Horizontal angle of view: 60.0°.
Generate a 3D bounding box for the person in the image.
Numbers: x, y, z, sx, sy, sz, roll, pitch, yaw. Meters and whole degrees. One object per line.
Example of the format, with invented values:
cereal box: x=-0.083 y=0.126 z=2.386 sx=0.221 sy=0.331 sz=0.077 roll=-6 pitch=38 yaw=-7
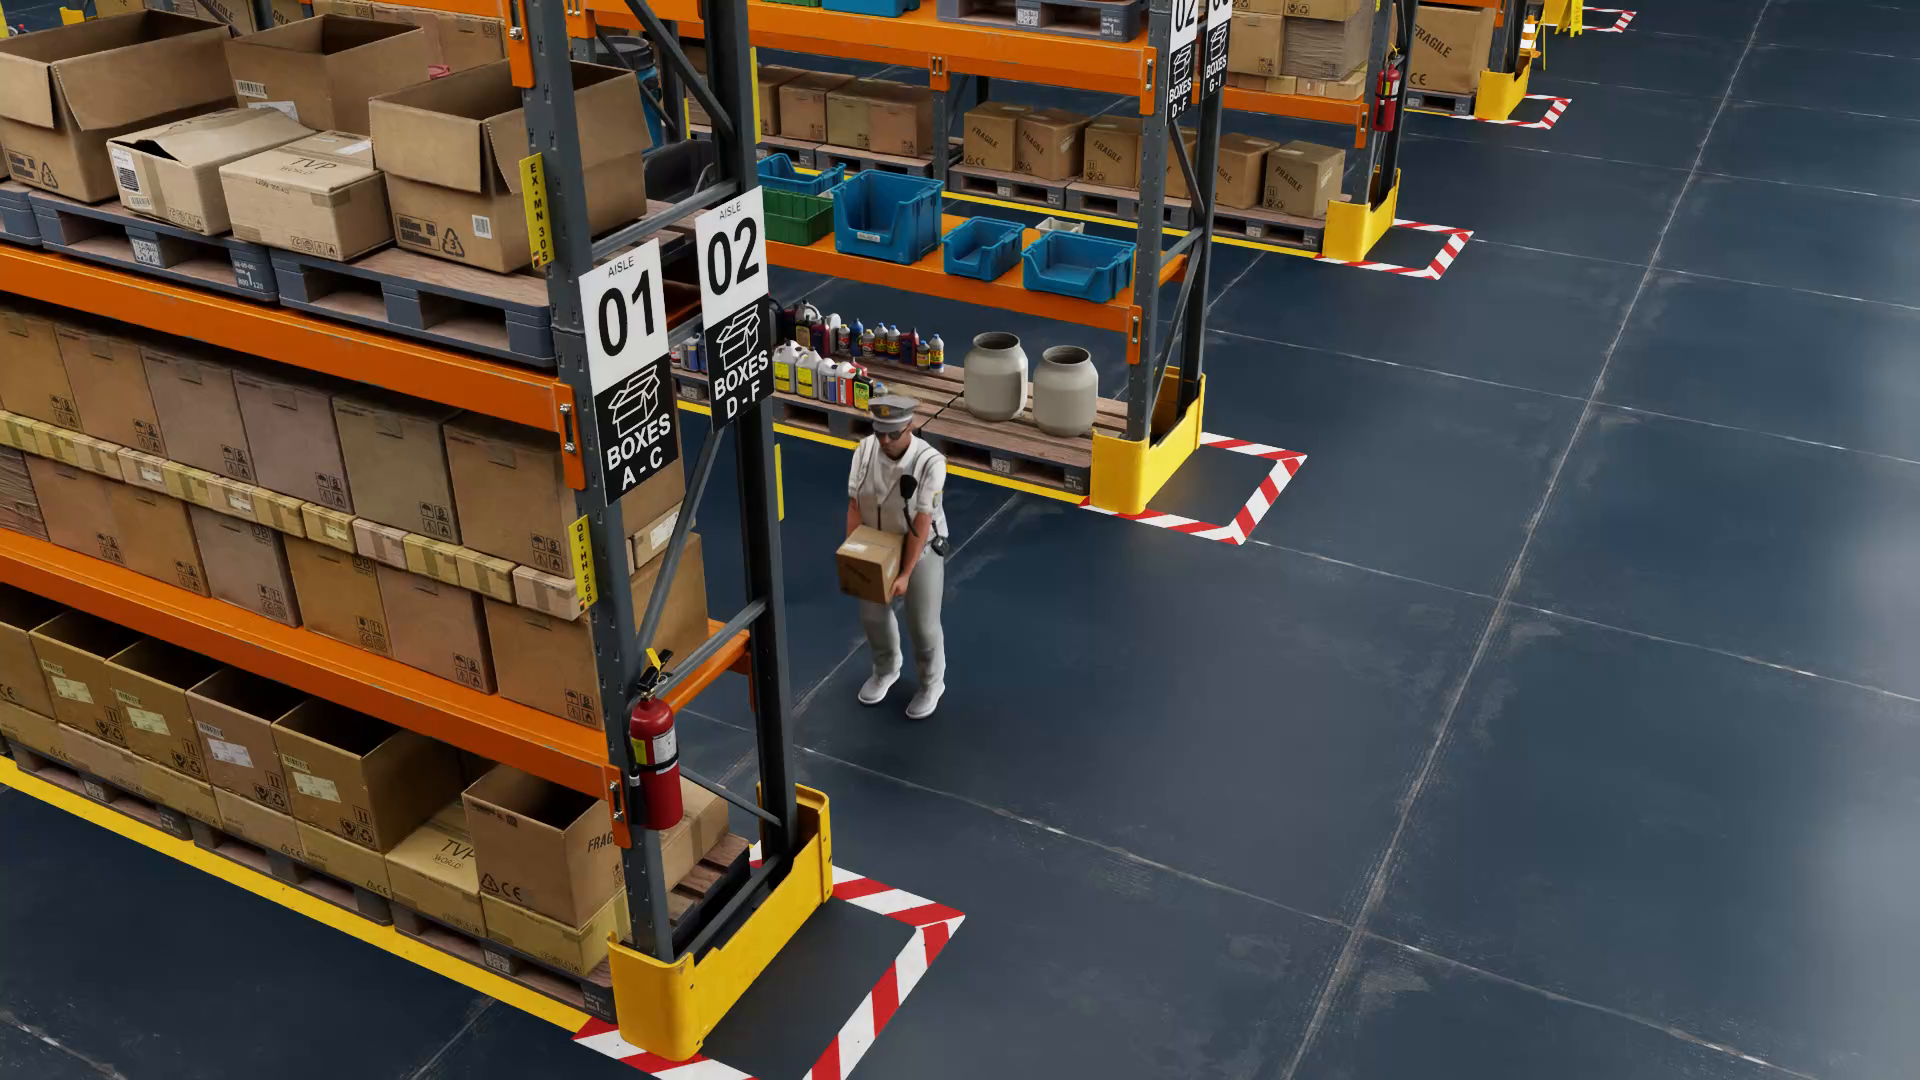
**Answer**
person: x=-0.308 y=0.083 z=8.155 sx=0.487 sy=1.747 sz=0.589 roll=14 pitch=33 yaw=22
